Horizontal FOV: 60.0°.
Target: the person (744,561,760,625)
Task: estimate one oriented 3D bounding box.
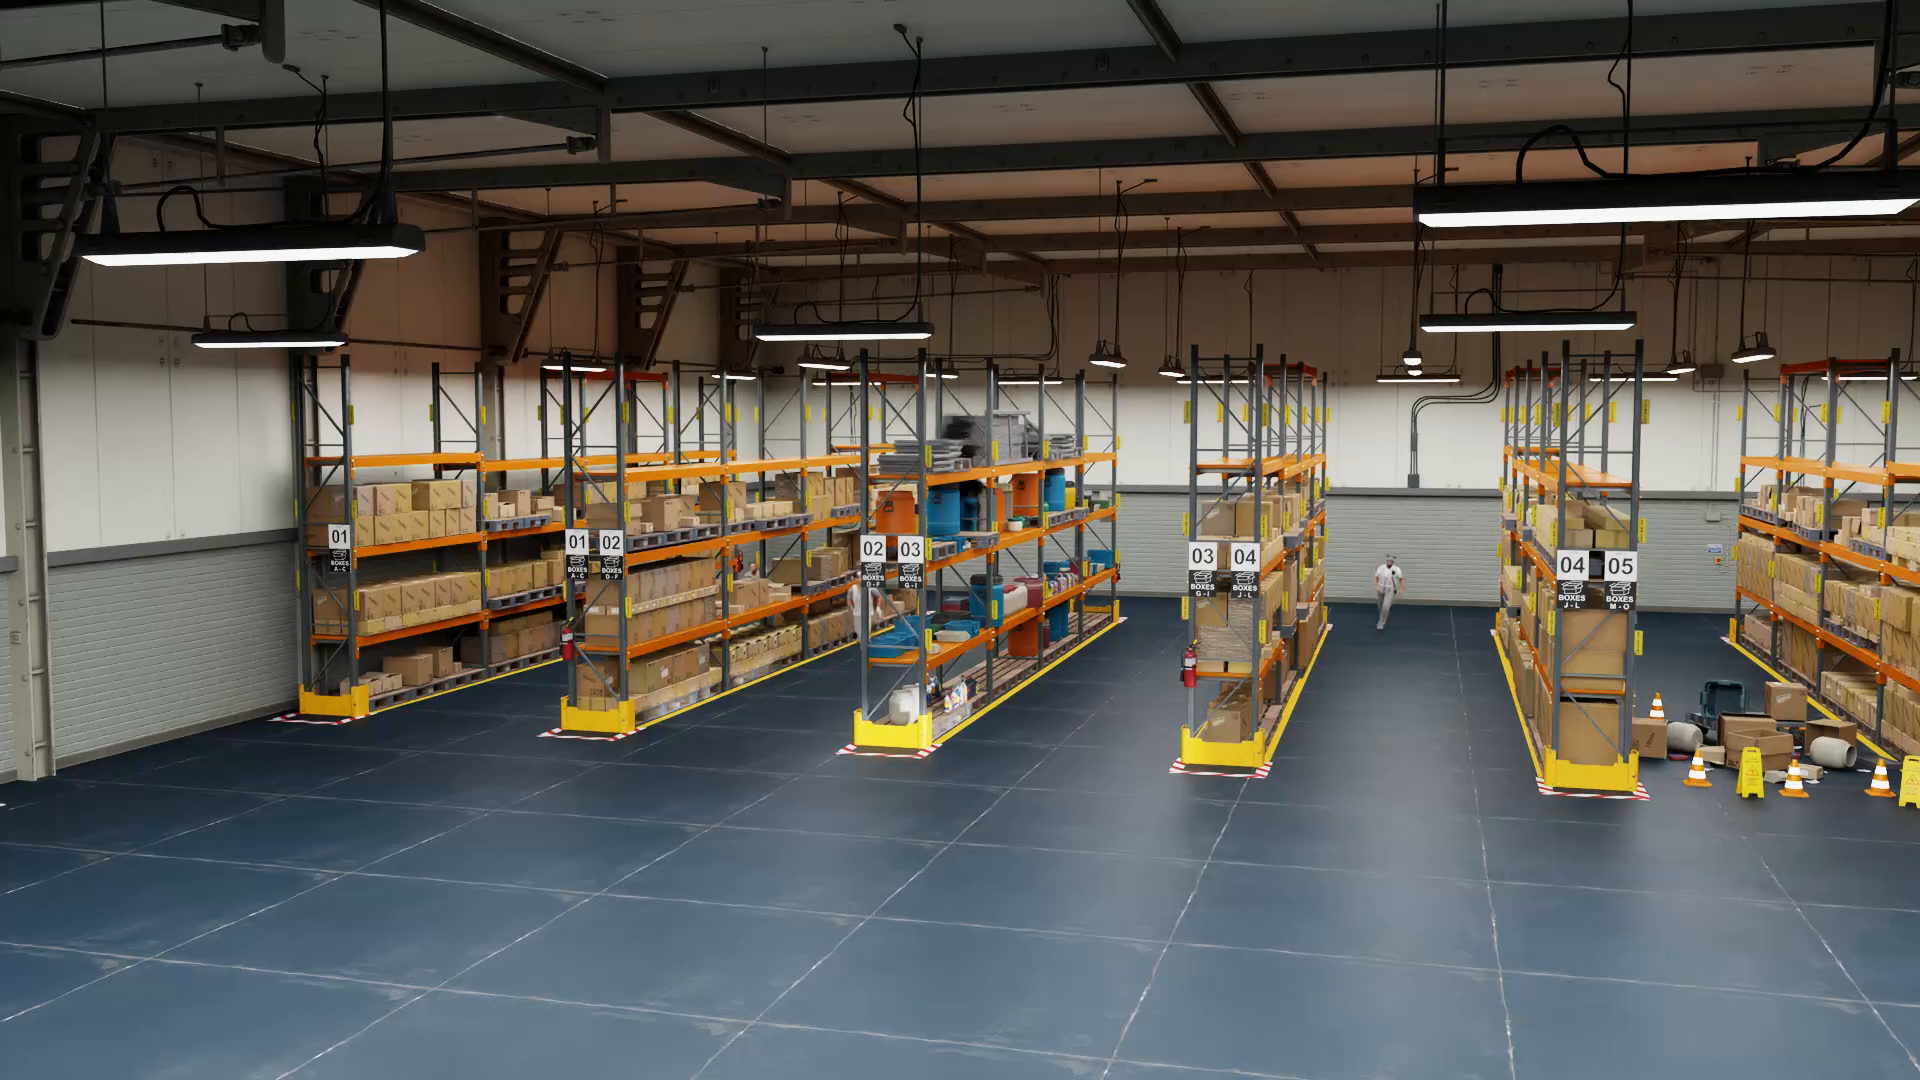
[{"bbox_3d":[-4.832,1.273,39.346,0.566,1.564,0.810,0,4,1],"label":"person"}]

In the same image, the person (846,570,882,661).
[{"bbox_3d":[-1.842,1.482,31.494,0.643,1.822,0.766,1,4,15],"label":"person"}]

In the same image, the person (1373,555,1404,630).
[{"bbox_3d":[9.915,1.207,38.602,0.689,1.755,0.978,3,5,33],"label":"person"}]
